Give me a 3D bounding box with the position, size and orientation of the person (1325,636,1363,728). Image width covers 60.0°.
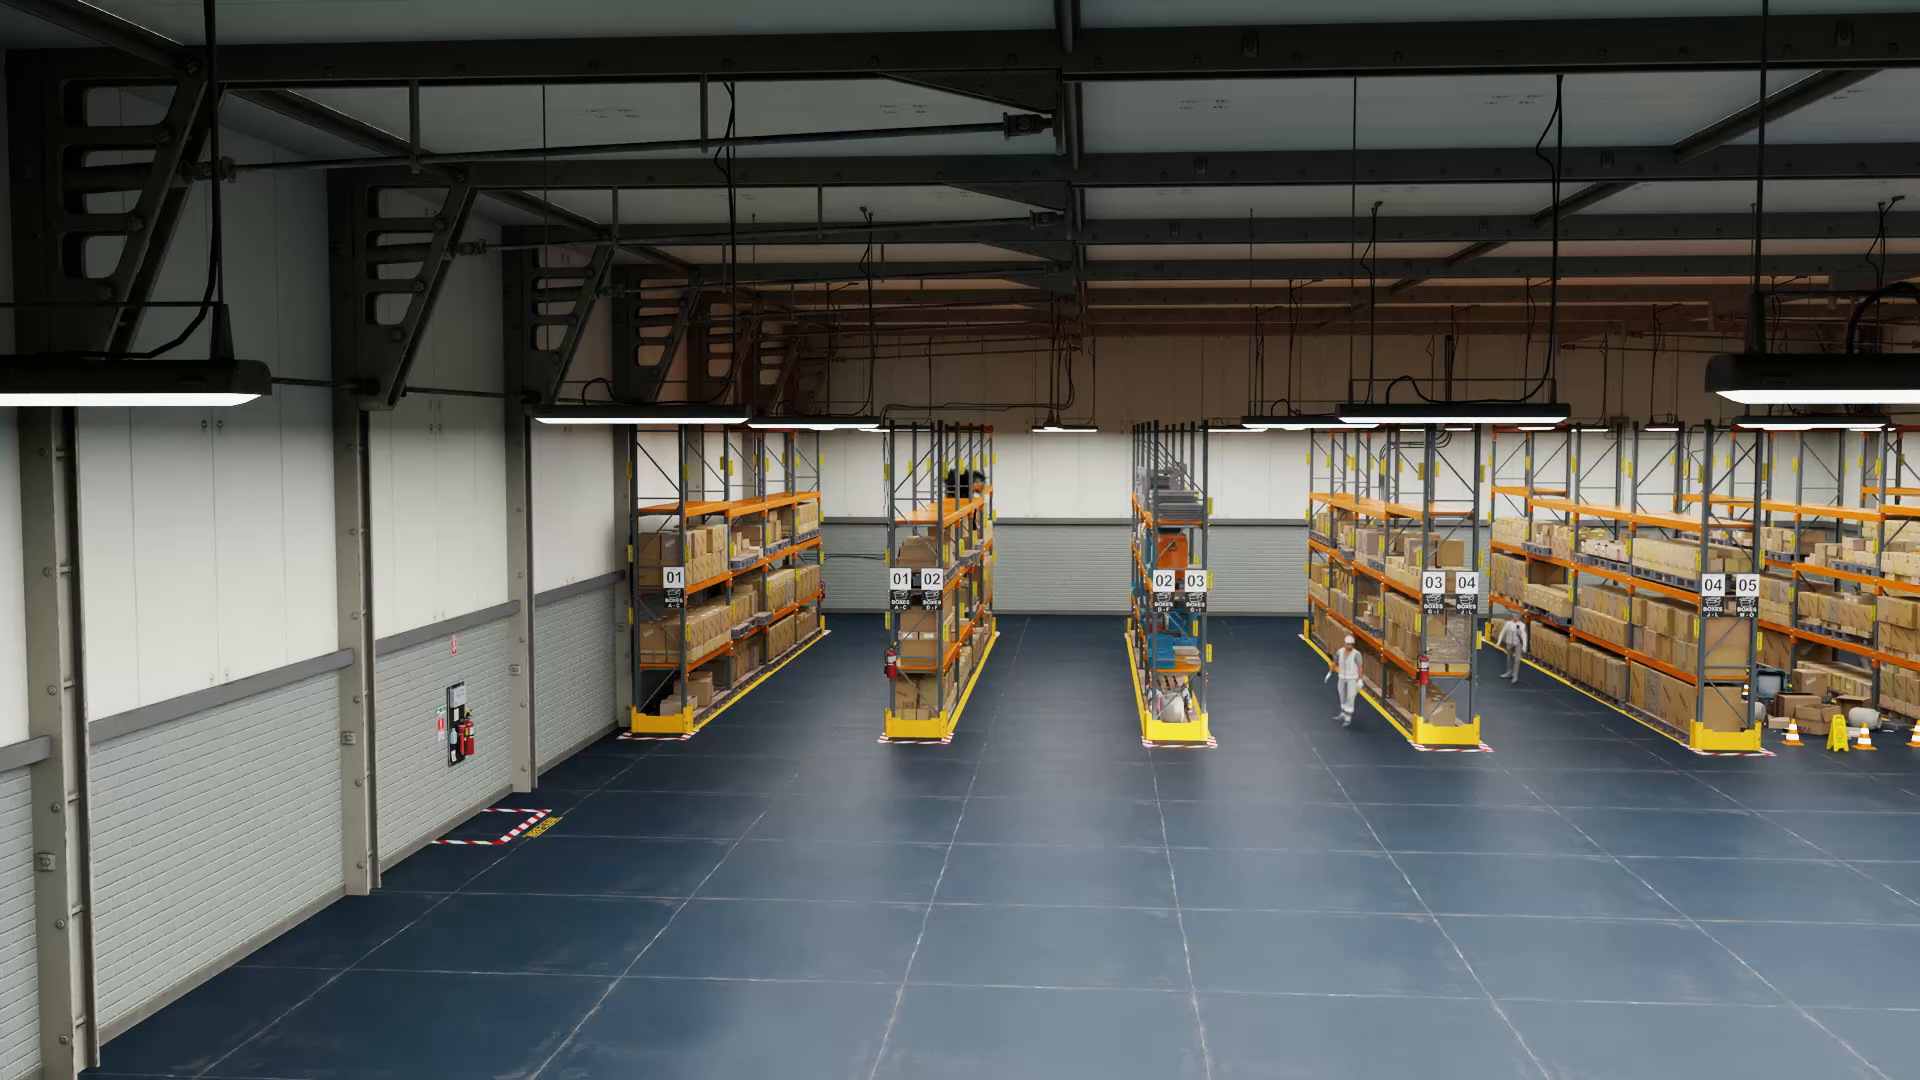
[{"bbox_3d":[7.614,2.764,32.884,0.740,1.779,0.766,3,5,41],"label":"person"}]

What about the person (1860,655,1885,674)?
[{"bbox_3d":[21.115,2.435,38.464,0.704,1.729,0.829,0,4,0],"label":"person"}]

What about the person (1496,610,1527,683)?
[{"bbox_3d":[12.879,2.455,38.778,0.646,1.657,0.746,3,5,38],"label":"person"}]
